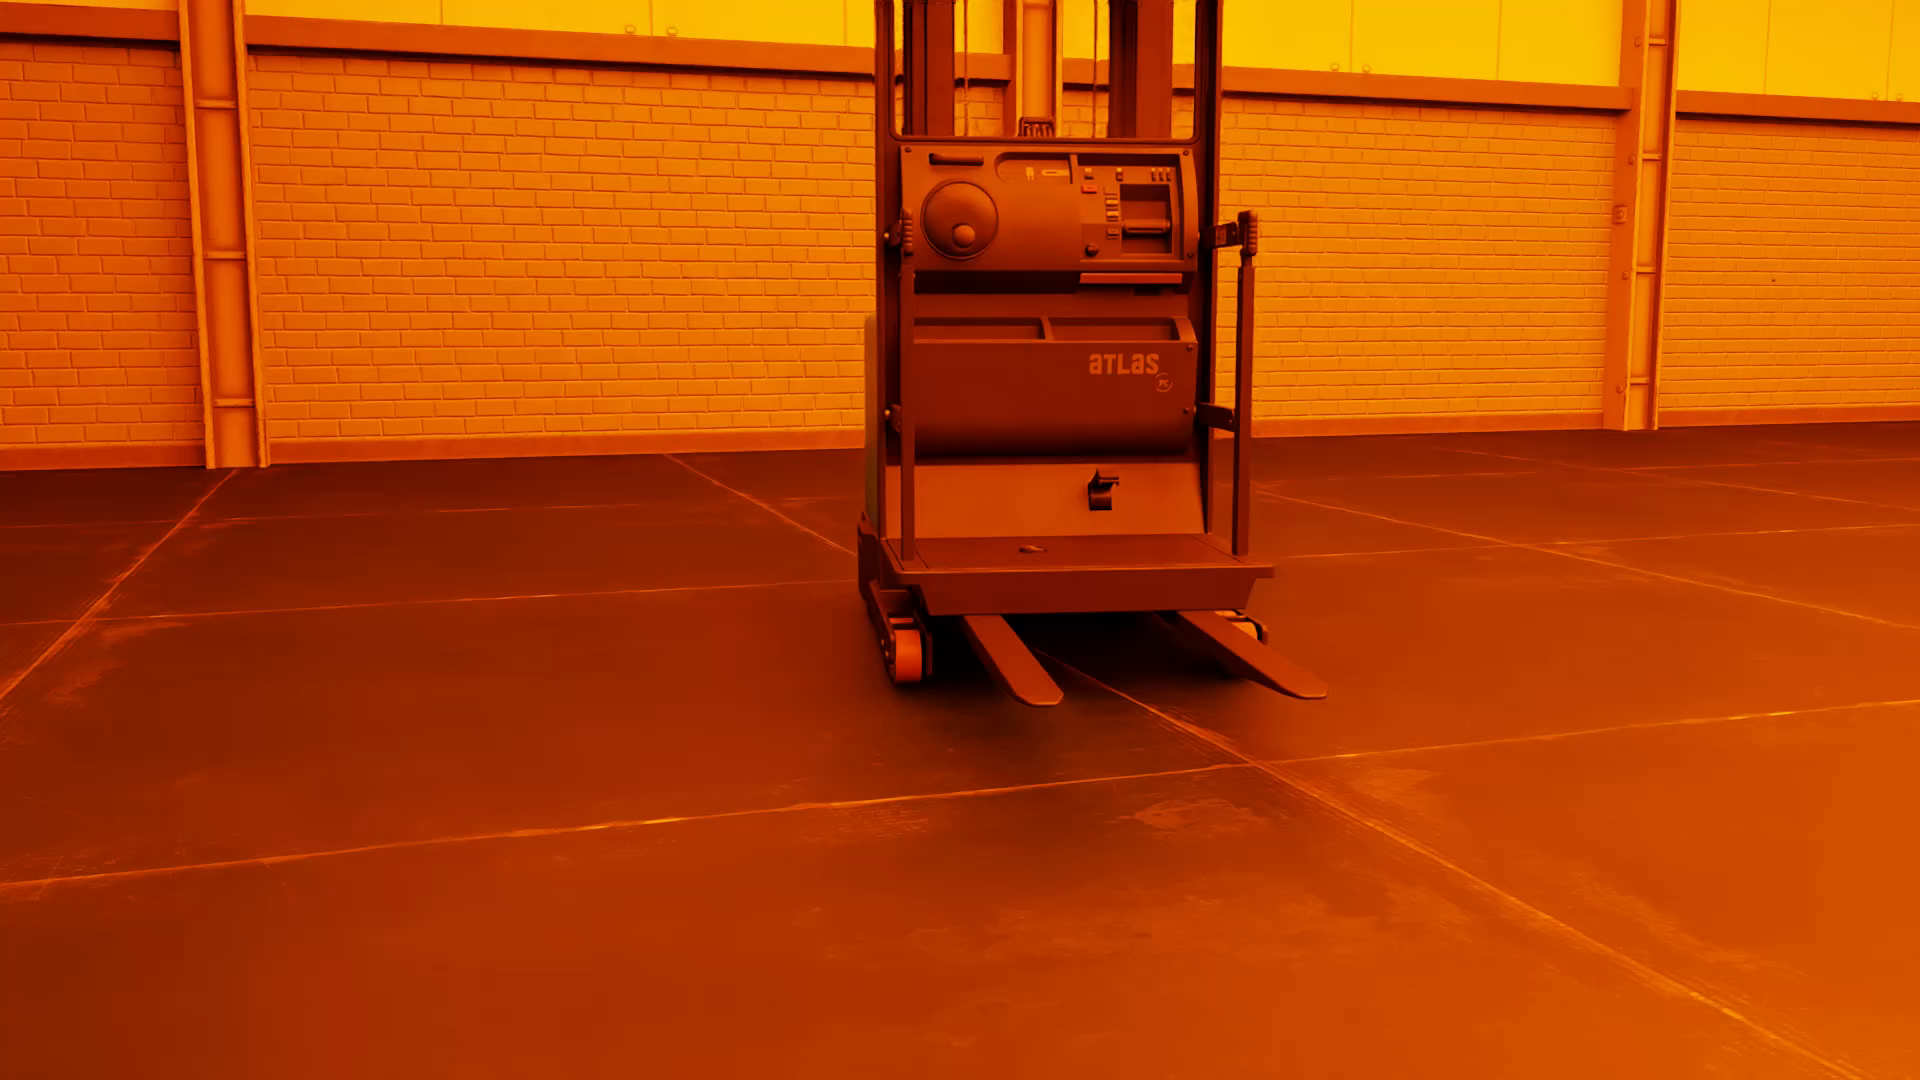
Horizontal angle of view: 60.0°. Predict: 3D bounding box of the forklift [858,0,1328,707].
[{"bbox_3d":[0.307,-1.080,4.989,1.130,2.935,3.031,-1,8,-7],"label":"forklift"}]
